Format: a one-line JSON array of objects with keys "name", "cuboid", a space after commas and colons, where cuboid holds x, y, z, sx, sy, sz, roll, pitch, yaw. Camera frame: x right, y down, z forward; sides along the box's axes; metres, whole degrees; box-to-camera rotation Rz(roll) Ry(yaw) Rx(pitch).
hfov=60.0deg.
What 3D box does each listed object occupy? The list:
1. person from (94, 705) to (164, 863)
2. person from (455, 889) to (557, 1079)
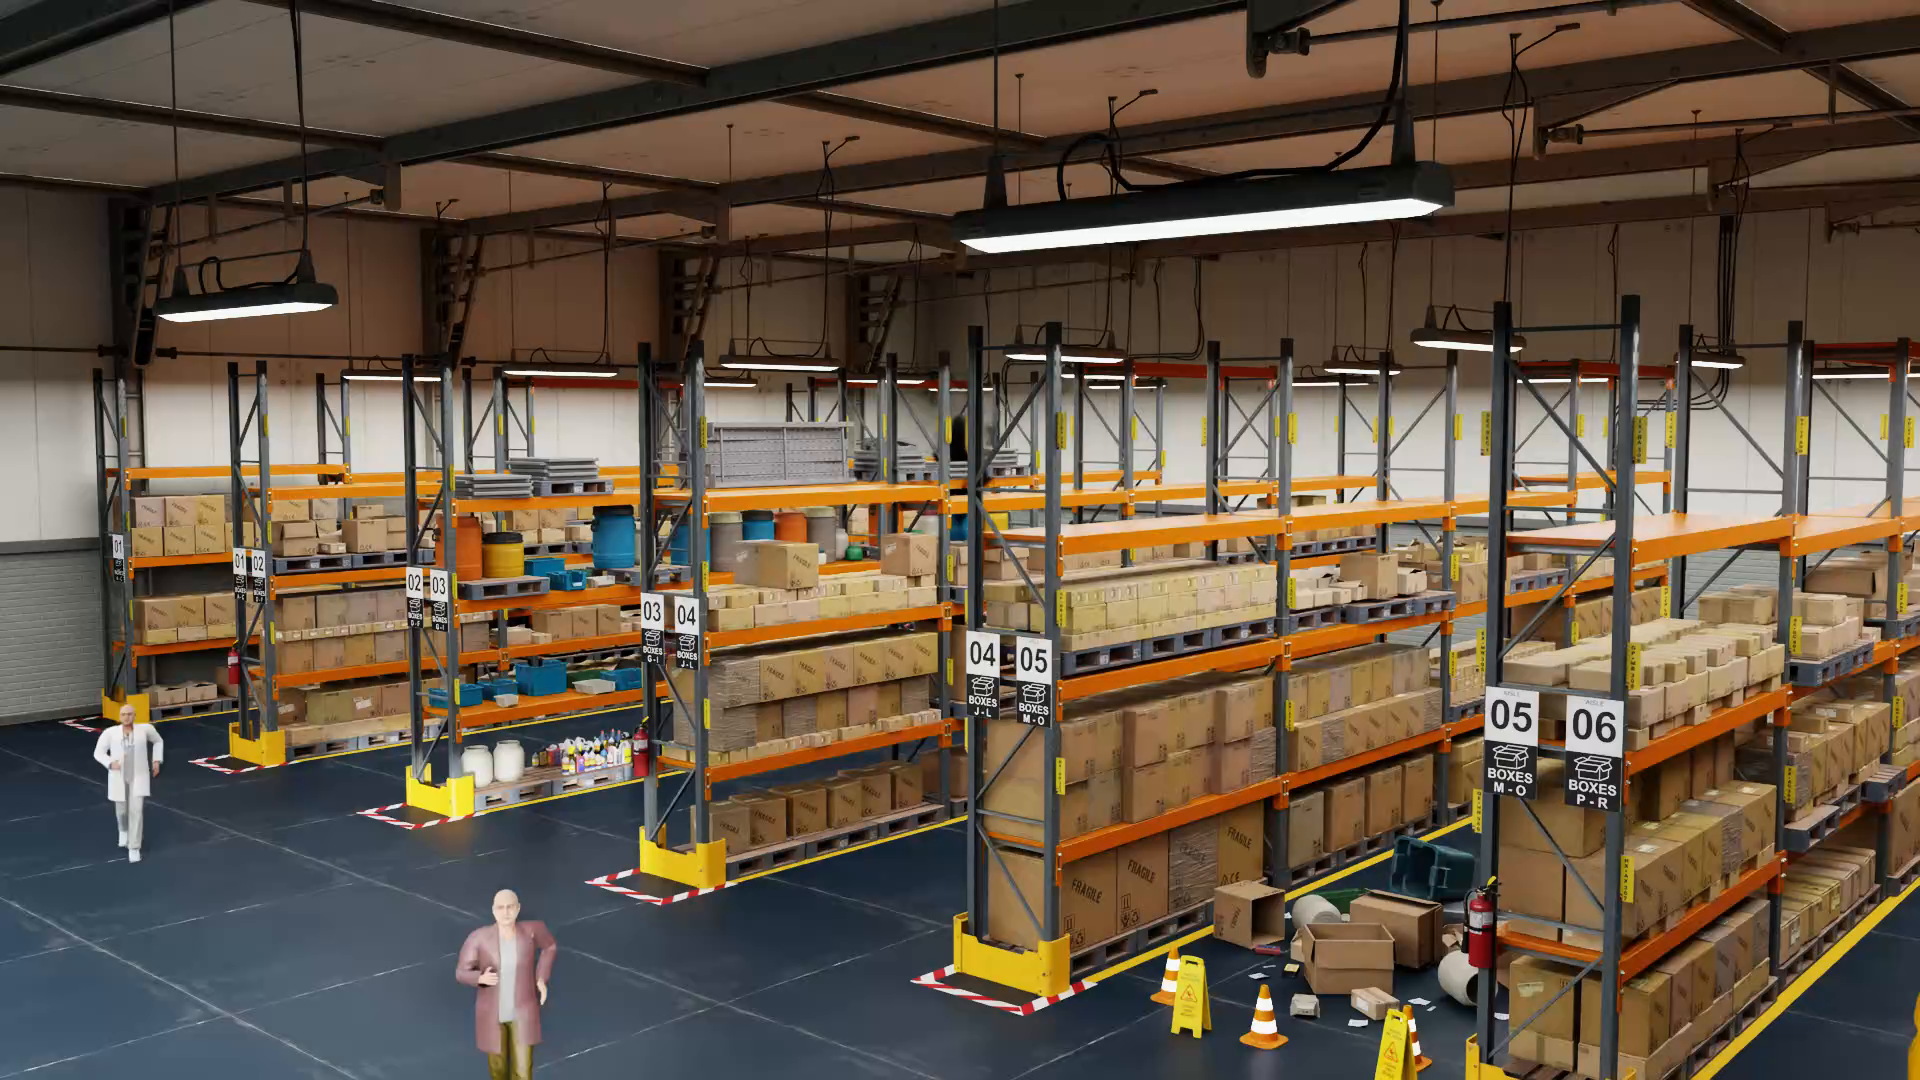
[{"name": "person", "cuboid": [-9.816, 2.830, 19.666, 0.734, 1.799, 0.934, -2, 5, -24]}, {"name": "person", "cuboid": [-3.213, 3.372, 11.799, 0.694, 1.794, 0.968, -1, 4, -13]}]
